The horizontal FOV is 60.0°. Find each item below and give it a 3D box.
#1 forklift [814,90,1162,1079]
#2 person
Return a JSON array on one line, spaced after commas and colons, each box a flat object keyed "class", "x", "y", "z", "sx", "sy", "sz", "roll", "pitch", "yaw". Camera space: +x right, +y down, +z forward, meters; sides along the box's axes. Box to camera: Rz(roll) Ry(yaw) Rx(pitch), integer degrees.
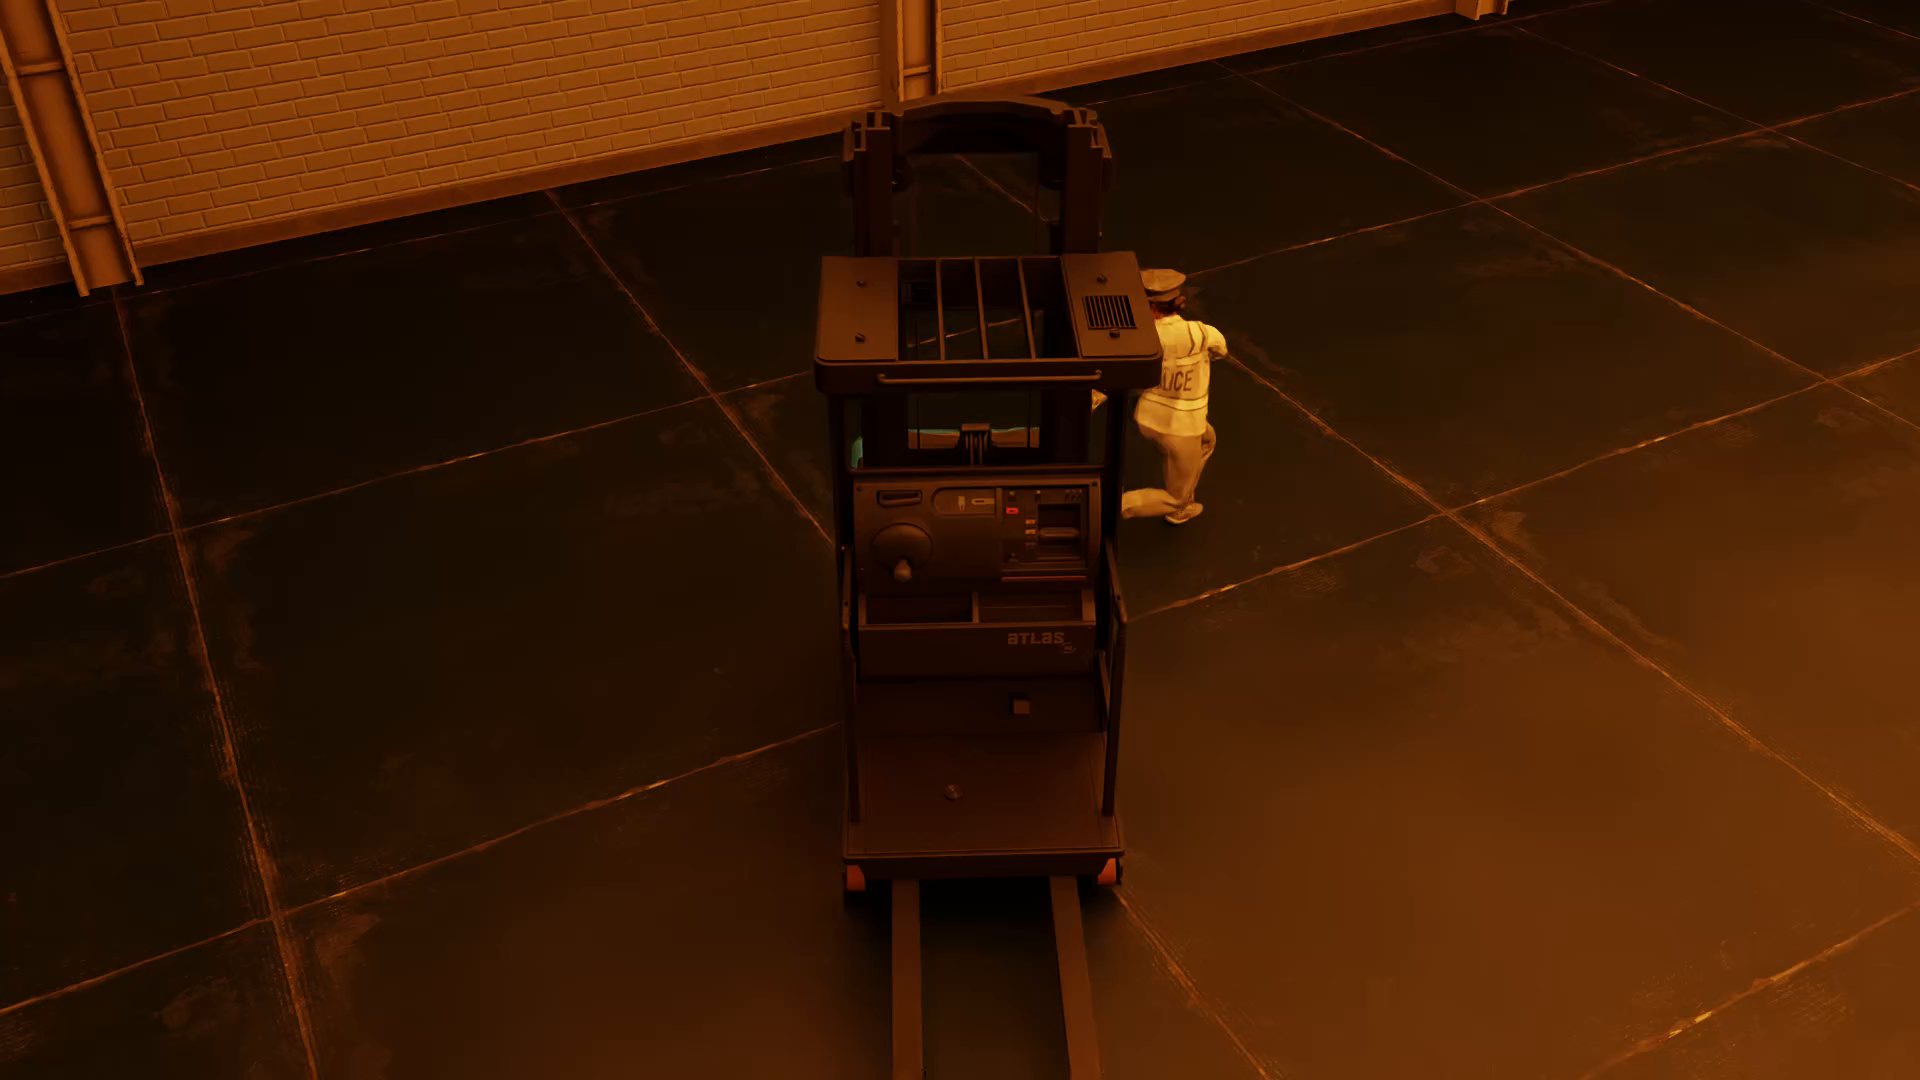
[{"class": "forklift", "x": 0.075, "y": 0.007, "z": 6.113, "sx": 1.130, "sy": 2.935, "sz": 3.031, "roll": -1, "pitch": 35, "yaw": -2}, {"class": "person", "x": 1.026, "y": -0.659, "z": 8.390, "sx": 0.564, "sy": 1.449, "sz": 0.842, "roll": 26, "pitch": 43, "yaw": 32}]
